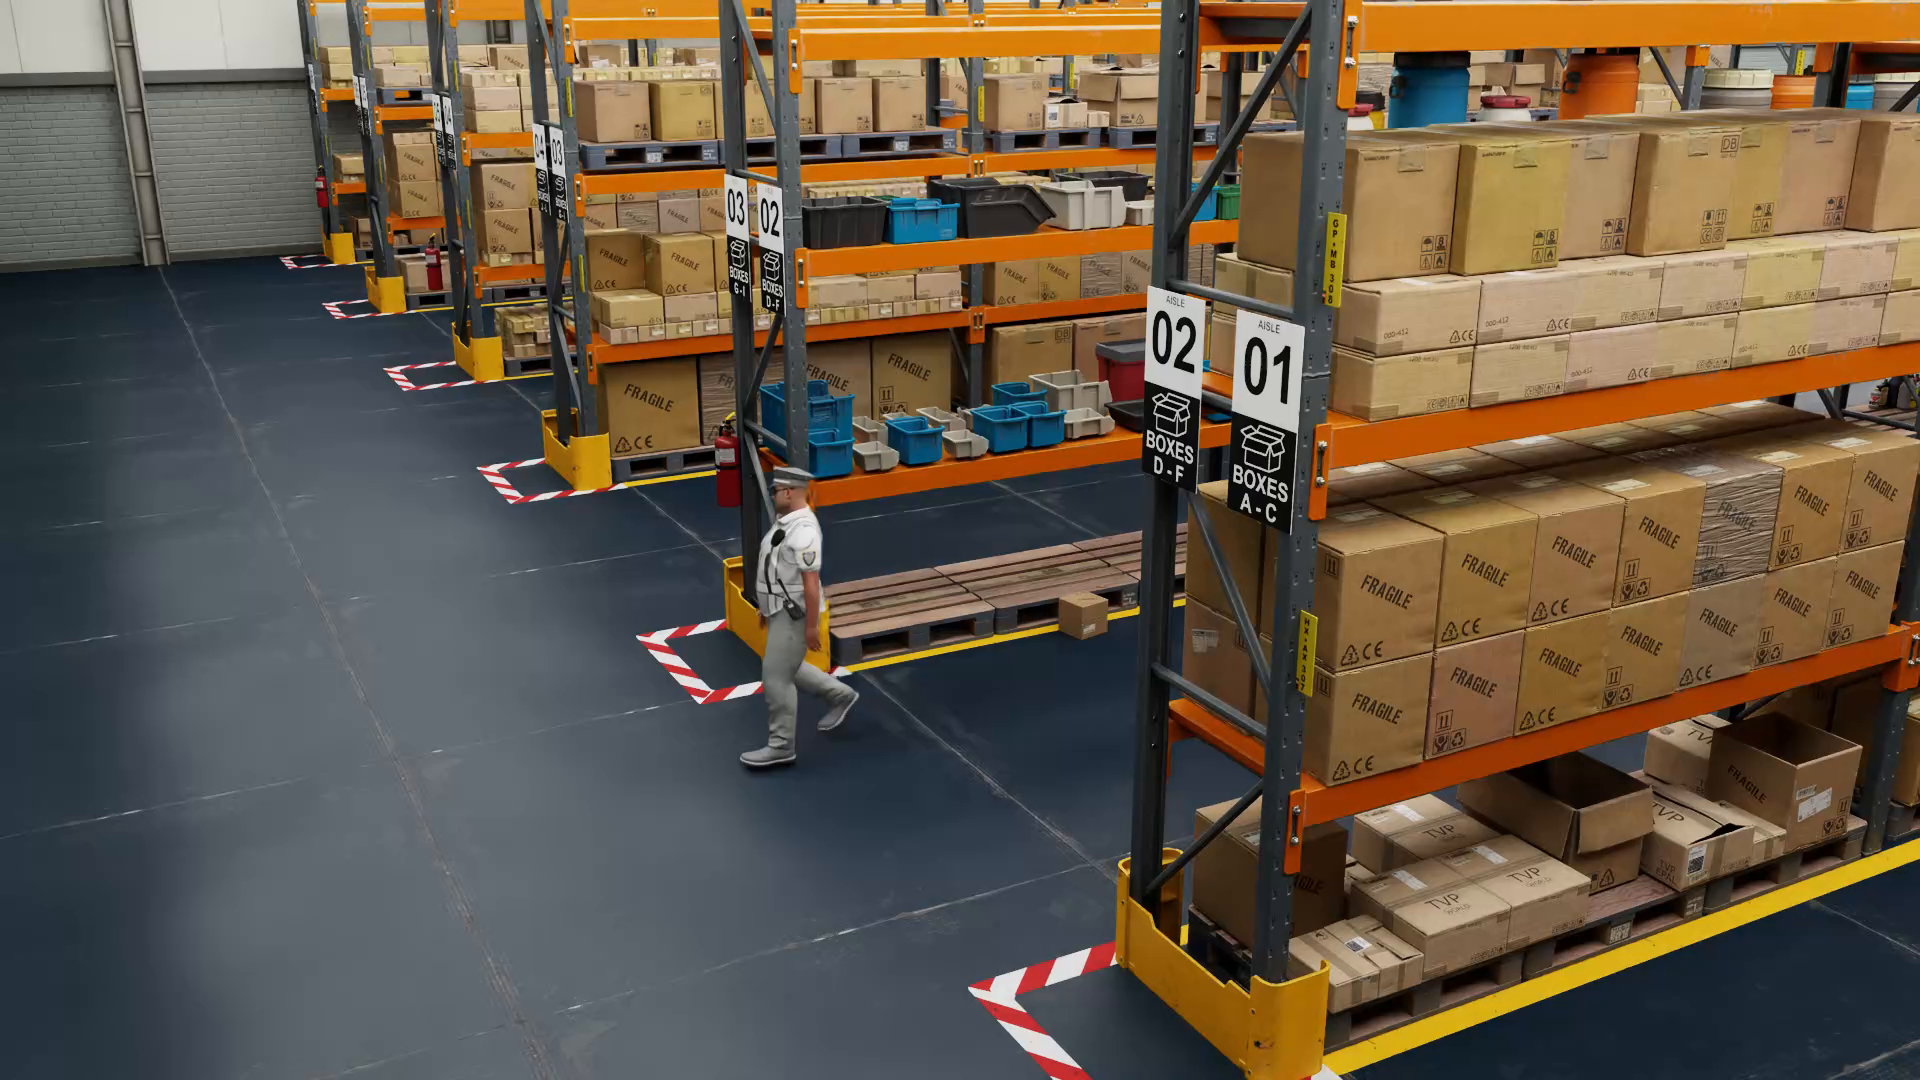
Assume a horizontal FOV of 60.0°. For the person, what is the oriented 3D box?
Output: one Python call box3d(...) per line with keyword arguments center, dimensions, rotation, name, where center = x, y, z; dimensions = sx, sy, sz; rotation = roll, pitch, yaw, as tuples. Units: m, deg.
box3d(center=(-0.965, 0.412, 9.782), dimensions=(0.774, 1.713, 0.563), rotation=(-4, 19, -13), name="person")
